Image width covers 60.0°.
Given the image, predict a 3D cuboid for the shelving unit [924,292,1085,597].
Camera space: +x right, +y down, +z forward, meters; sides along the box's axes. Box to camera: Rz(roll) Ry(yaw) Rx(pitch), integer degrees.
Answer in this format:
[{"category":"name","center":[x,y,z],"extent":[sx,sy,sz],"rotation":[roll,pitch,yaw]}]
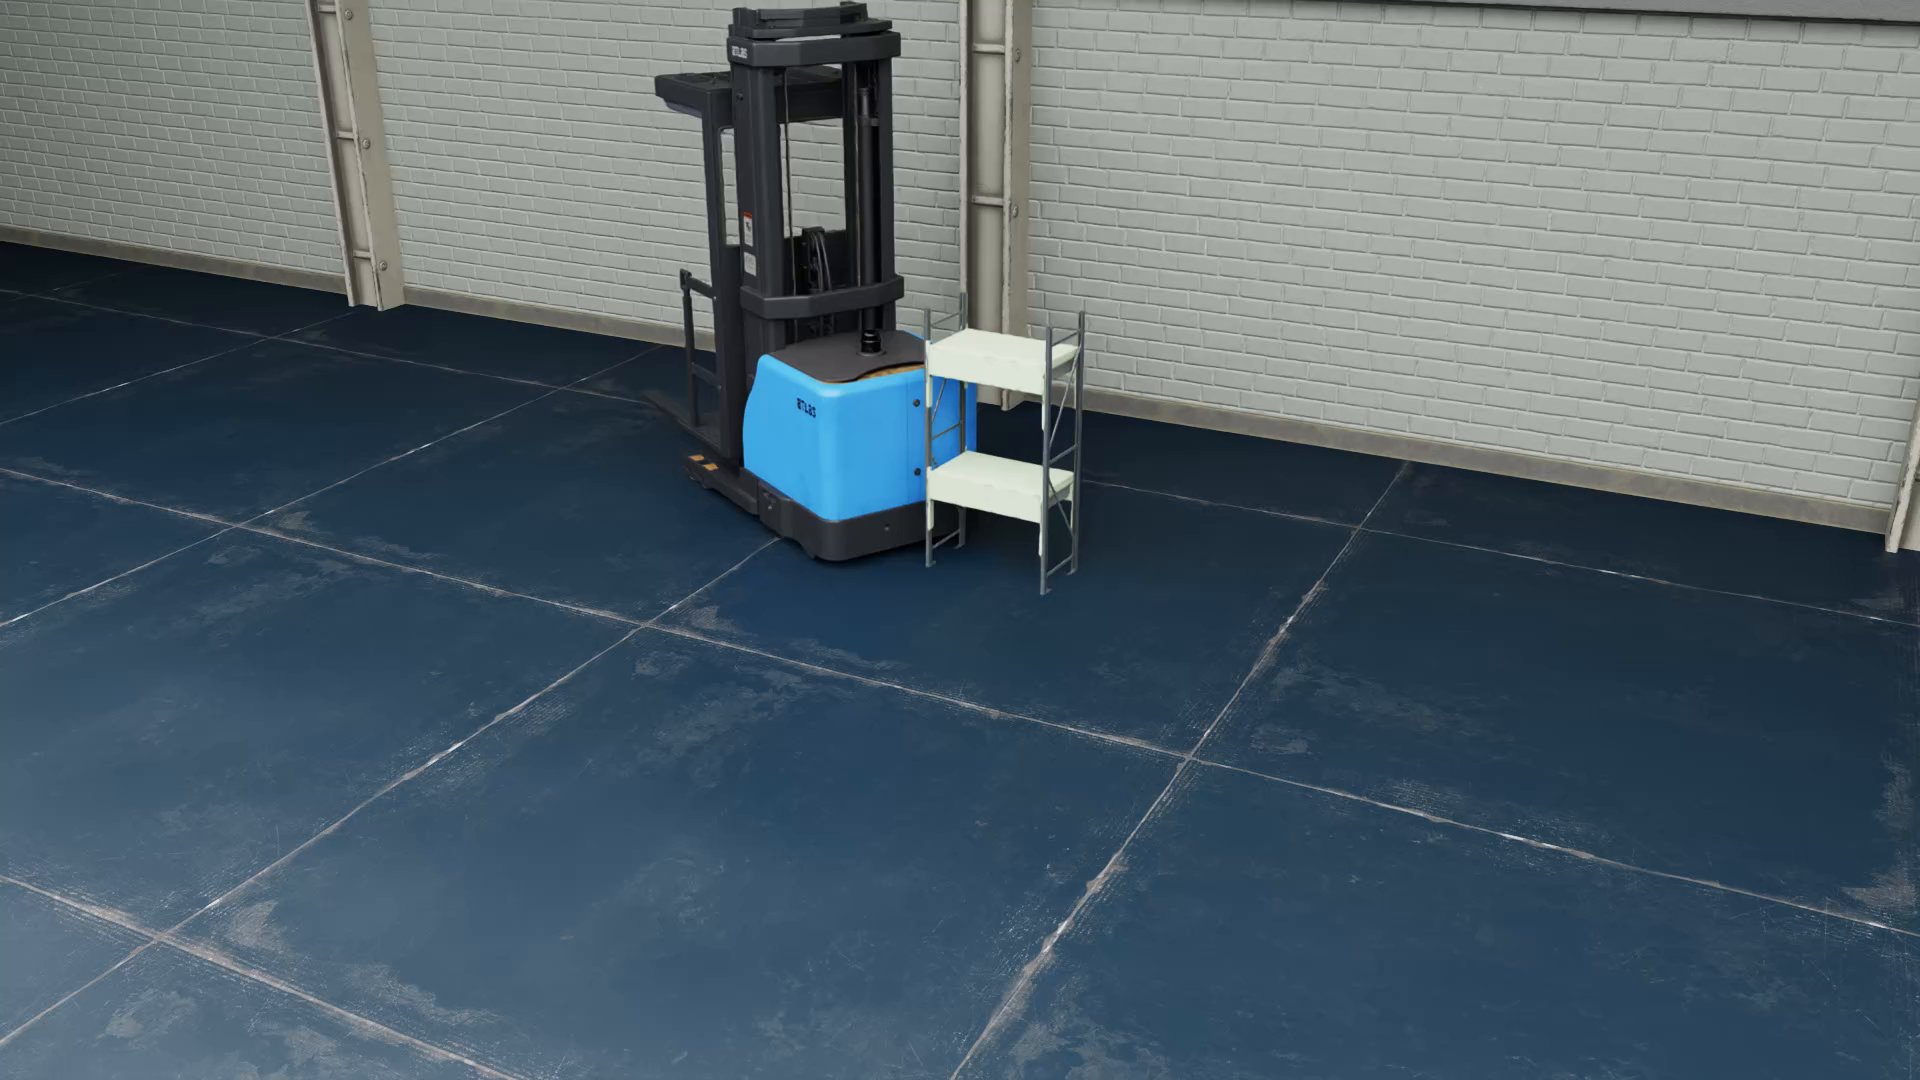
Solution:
[{"category":"shelving unit","center":[0.233,-0.526,9.070],"extent":[0.755,1.500,0.431],"rotation":[13,26,28]}]

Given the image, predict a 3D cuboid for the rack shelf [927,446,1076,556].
[{"category":"rack shelf","center":[0.233,-0.226,9.198],"extent":[0.720,0.370,0.431],"rotation":[13,26,28]}]

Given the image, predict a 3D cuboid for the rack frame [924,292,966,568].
[{"category":"rack frame","center":[-0.081,-0.599,9.243],"extent":[0.023,1.500,0.400],"rotation":[13,26,28]}]

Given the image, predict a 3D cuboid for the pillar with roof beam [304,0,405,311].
[{"category":"pillar with roof beam","center":[-7.060,-4.712,9.331],"extent":[0.400,9.000,9.100],"rotation":[11,25,25]}]

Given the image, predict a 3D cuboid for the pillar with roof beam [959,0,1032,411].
[{"category":"pillar with roof beam","center":[-1.705,-3.652,6.839],"extent":[0.400,9.000,9.100],"rotation":[11,25,25]}]

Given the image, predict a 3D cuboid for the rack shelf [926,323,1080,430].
[{"category":"rack shelf","center":[0.233,-0.885,8.917],"extent":[0.720,0.370,0.431],"rotation":[13,26,28]}]

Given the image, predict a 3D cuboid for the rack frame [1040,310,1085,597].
[{"category":"rack frame","center":[0.547,-0.452,8.897],"extent":[0.023,1.500,0.400],"rotation":[13,26,28]}]

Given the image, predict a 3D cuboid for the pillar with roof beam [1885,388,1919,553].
[{"category":"pillar with roof beam","center":[3.649,-2.593,4.348],"extent":[0.400,9.000,9.100],"rotation":[11,25,25]}]

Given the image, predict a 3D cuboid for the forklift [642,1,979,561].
[{"category":"forklift","center":[-1.115,-1.756,10.134],"extent":[1.130,2.935,3.031],"rotation":[-14,27,-30]}]
